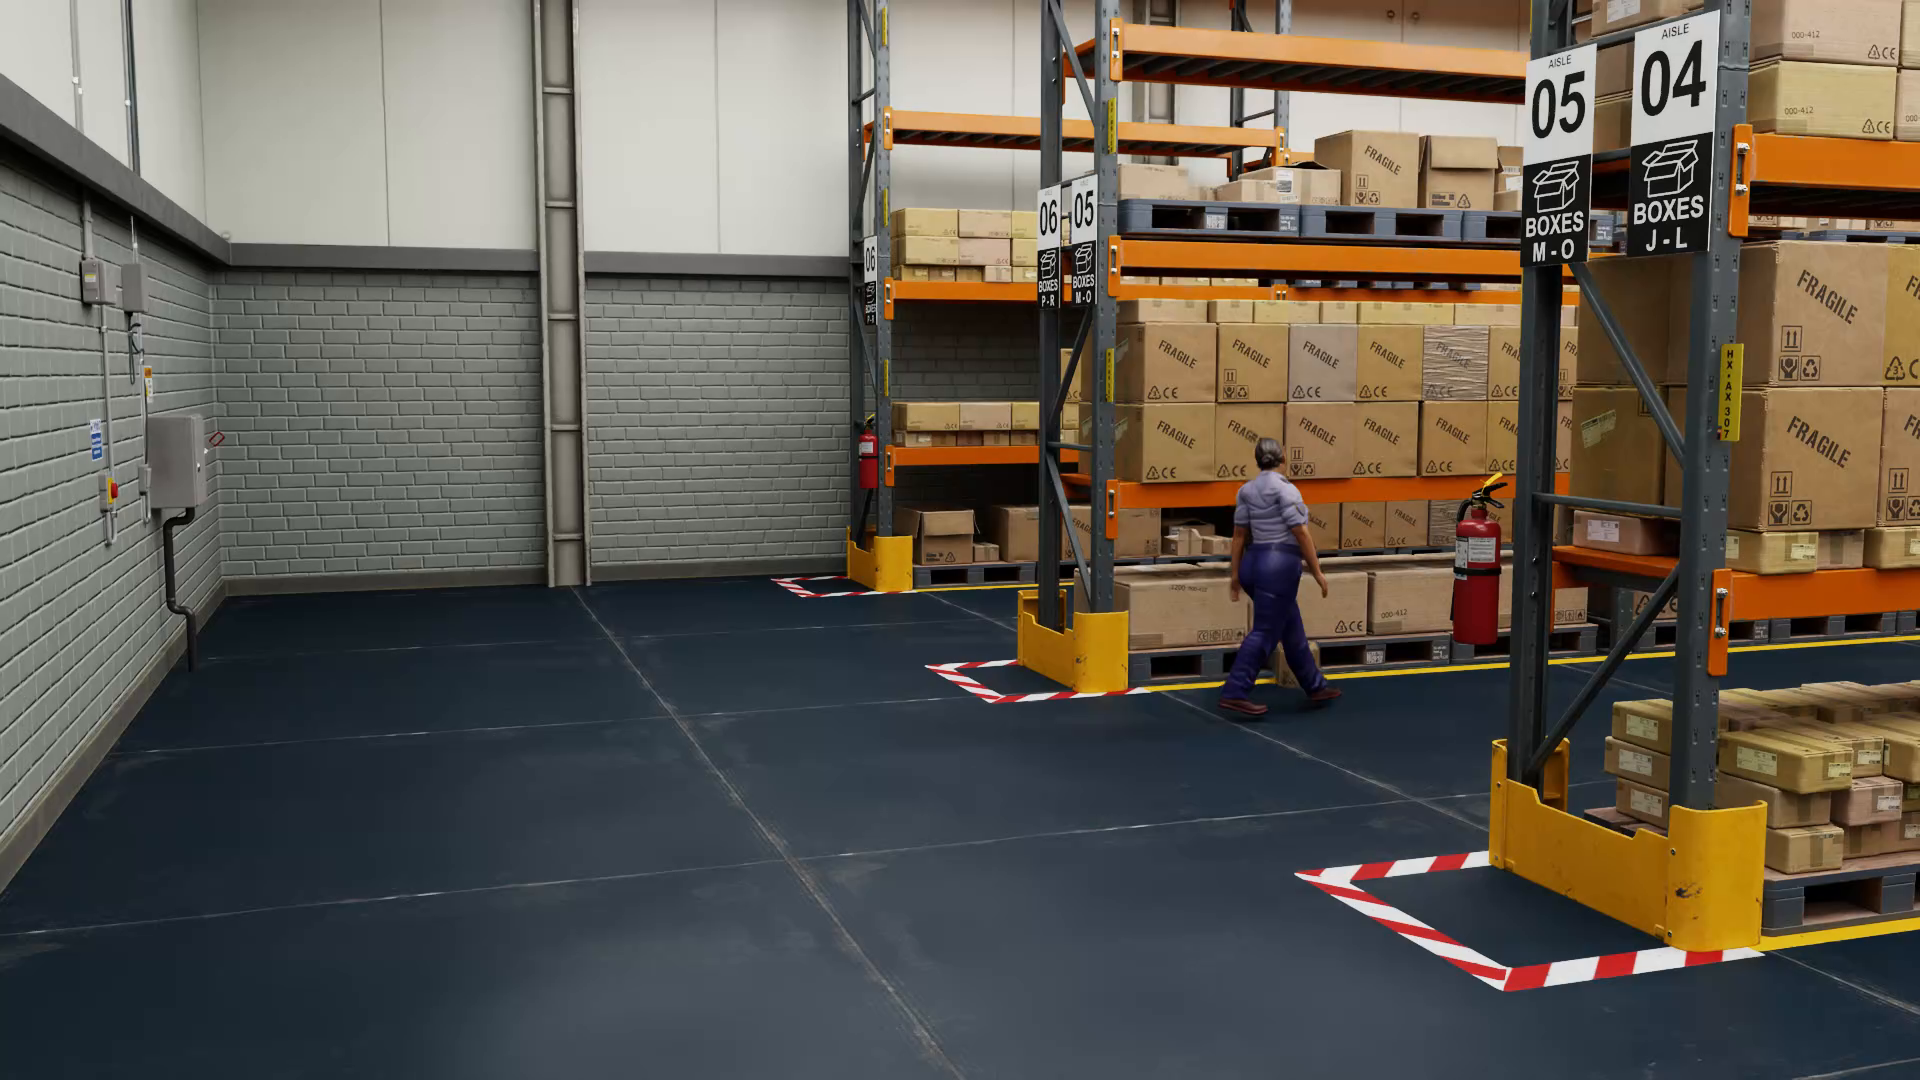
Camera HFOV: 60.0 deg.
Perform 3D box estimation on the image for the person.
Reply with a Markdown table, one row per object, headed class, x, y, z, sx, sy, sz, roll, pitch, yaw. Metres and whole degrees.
| class | x | y | z | sx | sy | sz | roll | pitch | yaw |
| --- | --- | --- | --- | --- | --- | --- | --- | --- | --- |
| person | 1.891 | 0.198 | 9.735 | 0.942 | 1.588 | 0.528 | -3 | 6 | -24 |
